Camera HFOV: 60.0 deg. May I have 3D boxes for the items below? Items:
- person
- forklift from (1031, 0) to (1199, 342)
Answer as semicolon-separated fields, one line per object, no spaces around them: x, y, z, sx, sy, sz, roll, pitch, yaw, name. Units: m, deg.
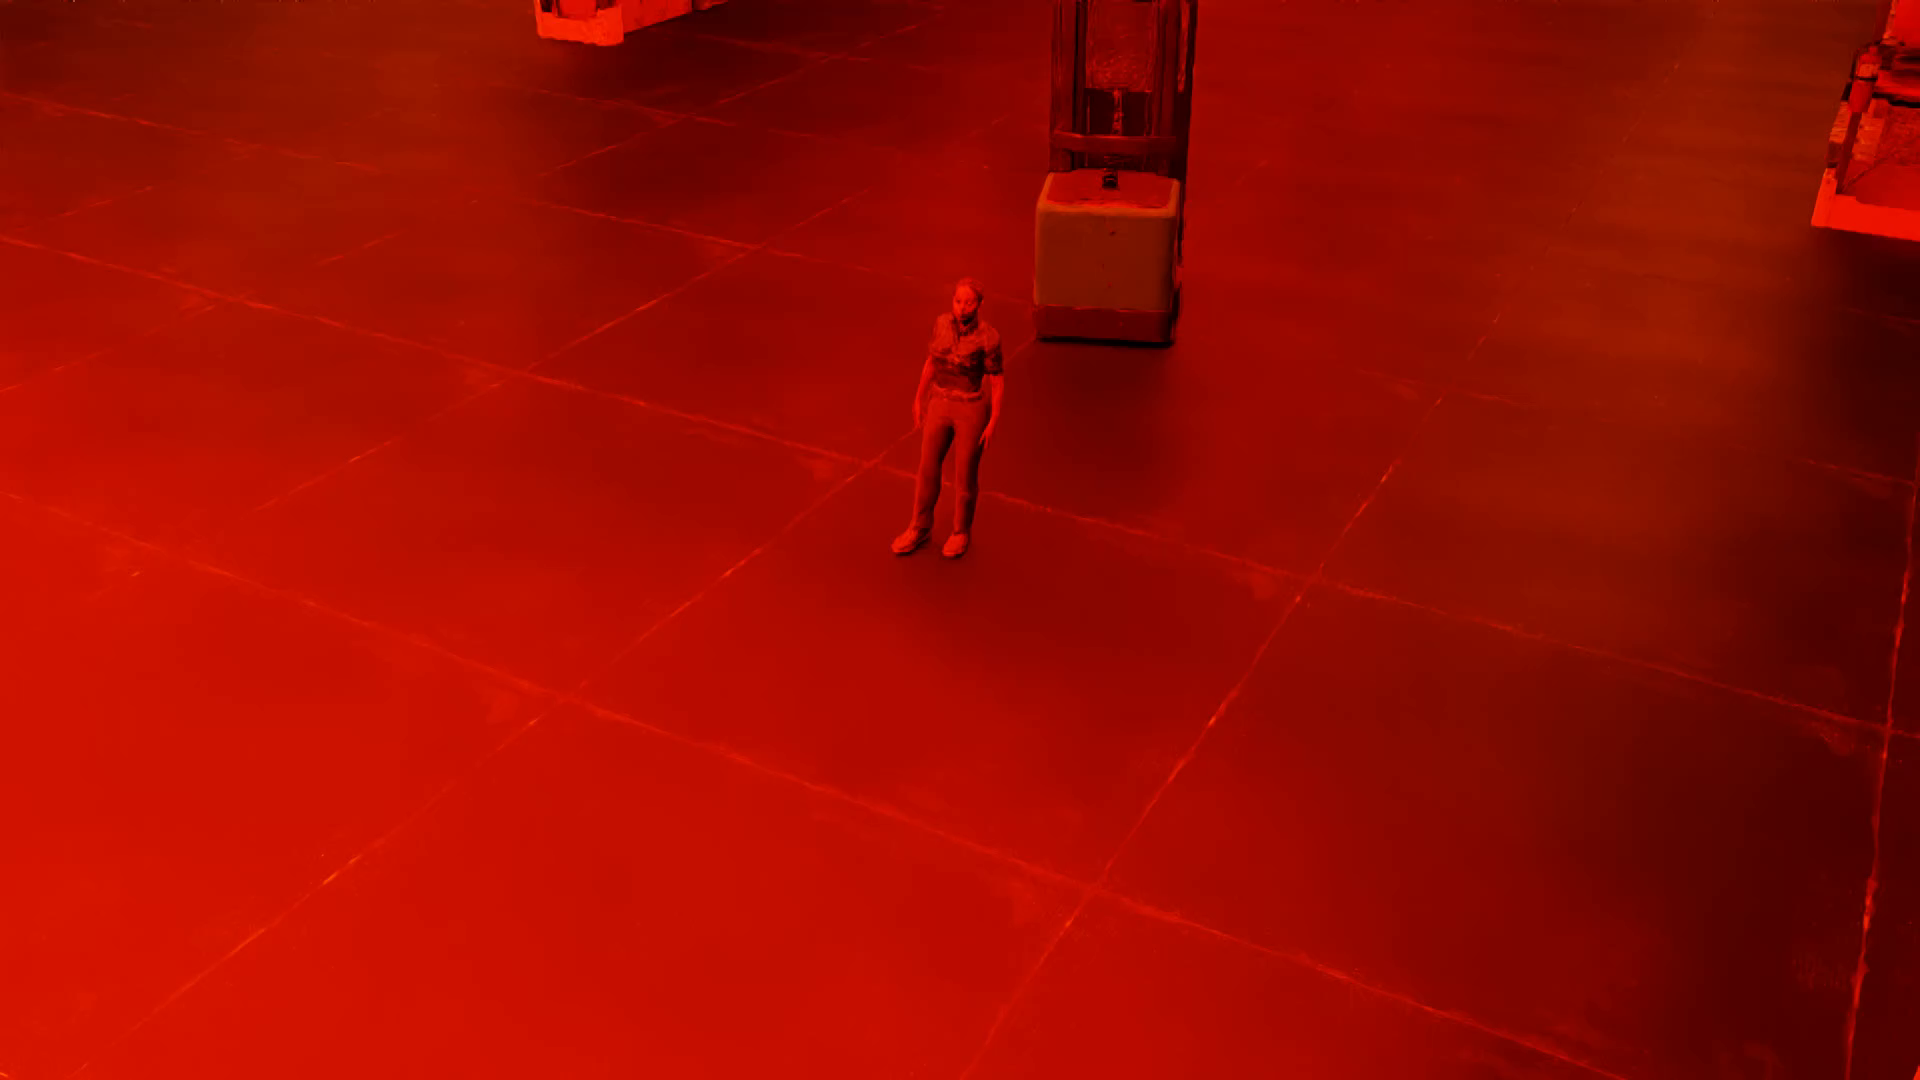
-0.060;-0.689;9.528;0.570;1.654;0.503;15;33;25;person
1.281;-3.470;13.083;1.130;2.935;3.031;4;30;8;forklift
